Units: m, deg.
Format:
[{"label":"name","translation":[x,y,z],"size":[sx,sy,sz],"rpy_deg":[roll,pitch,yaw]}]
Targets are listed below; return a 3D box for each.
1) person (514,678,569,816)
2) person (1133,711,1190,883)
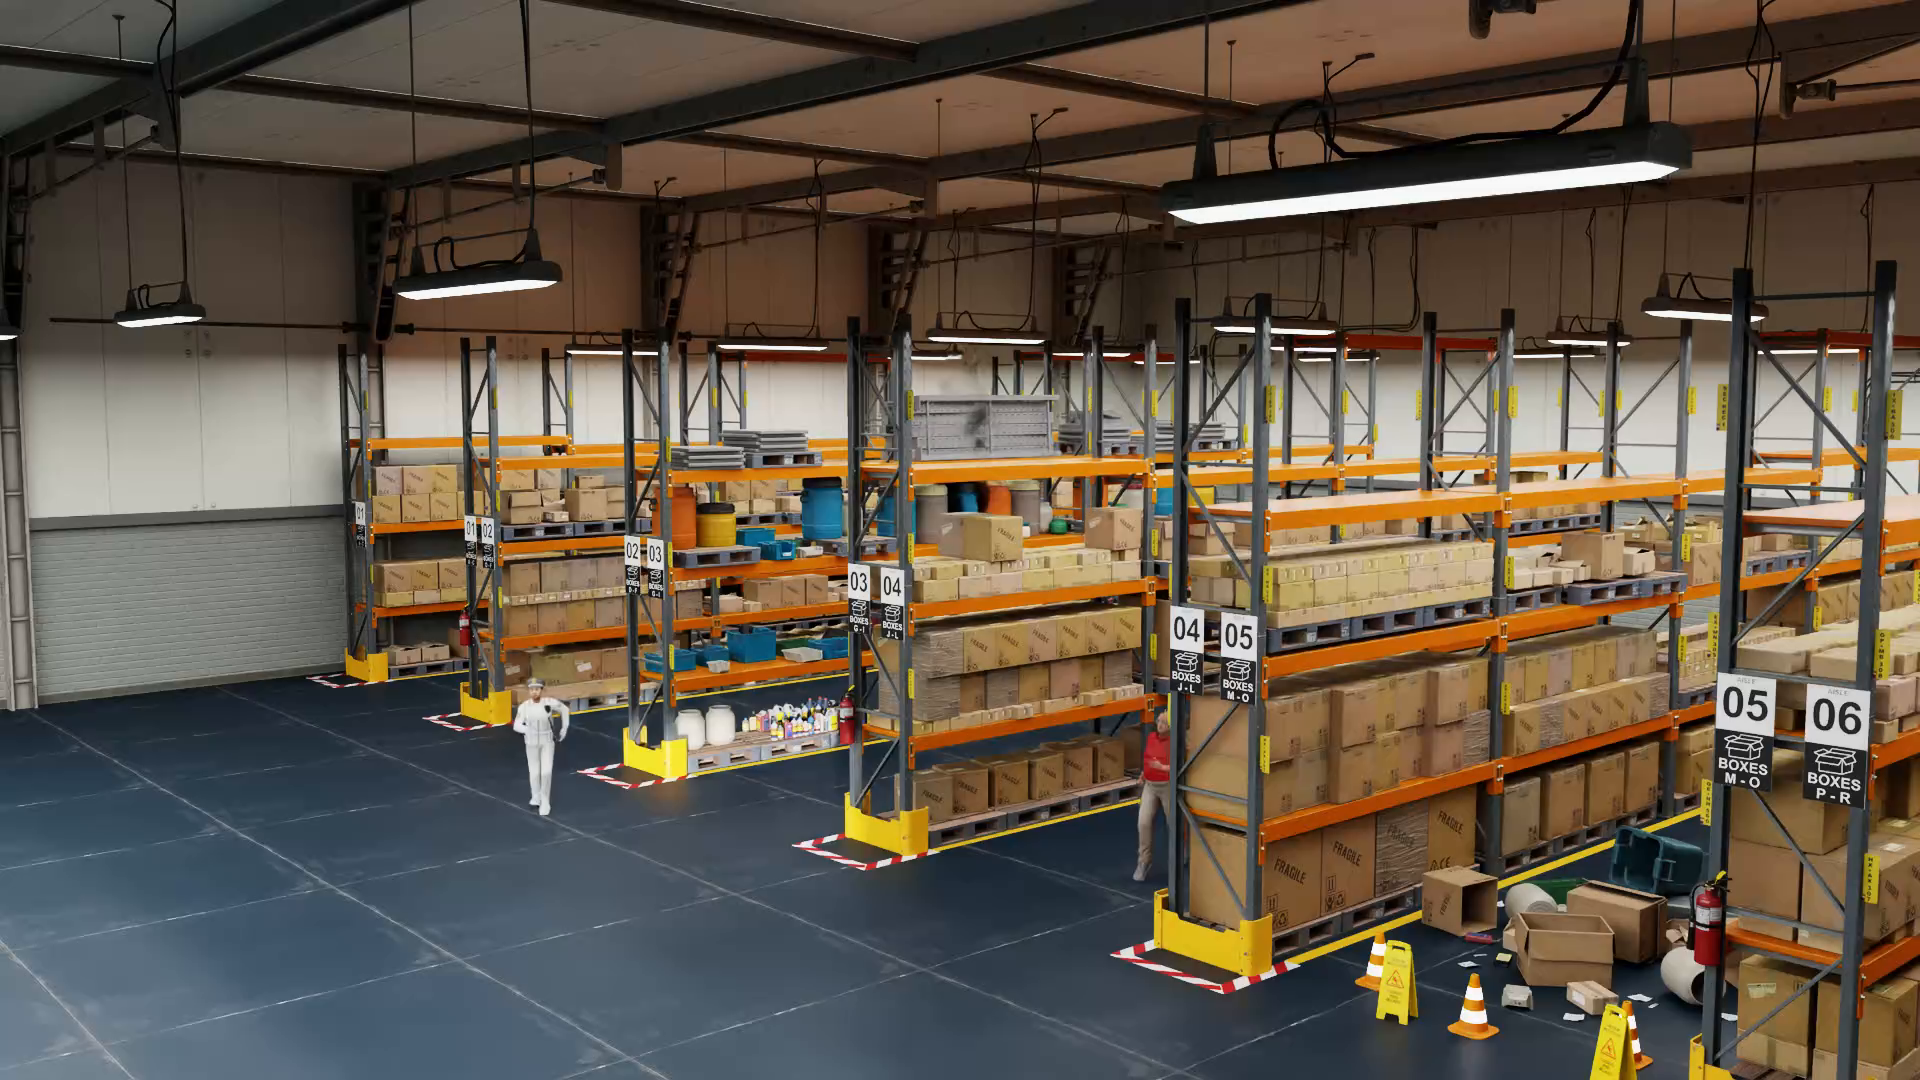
[{"label":"person","translation":[-5.111,2.502,20.320],"size":[0.626,1.699,0.842],"rpy_deg":[-1,5,-6]},{"label":"person","translation":[2.177,2.707,17.764],"size":[0.646,1.771,0.888],"rpy_deg":[3,6,34]}]
